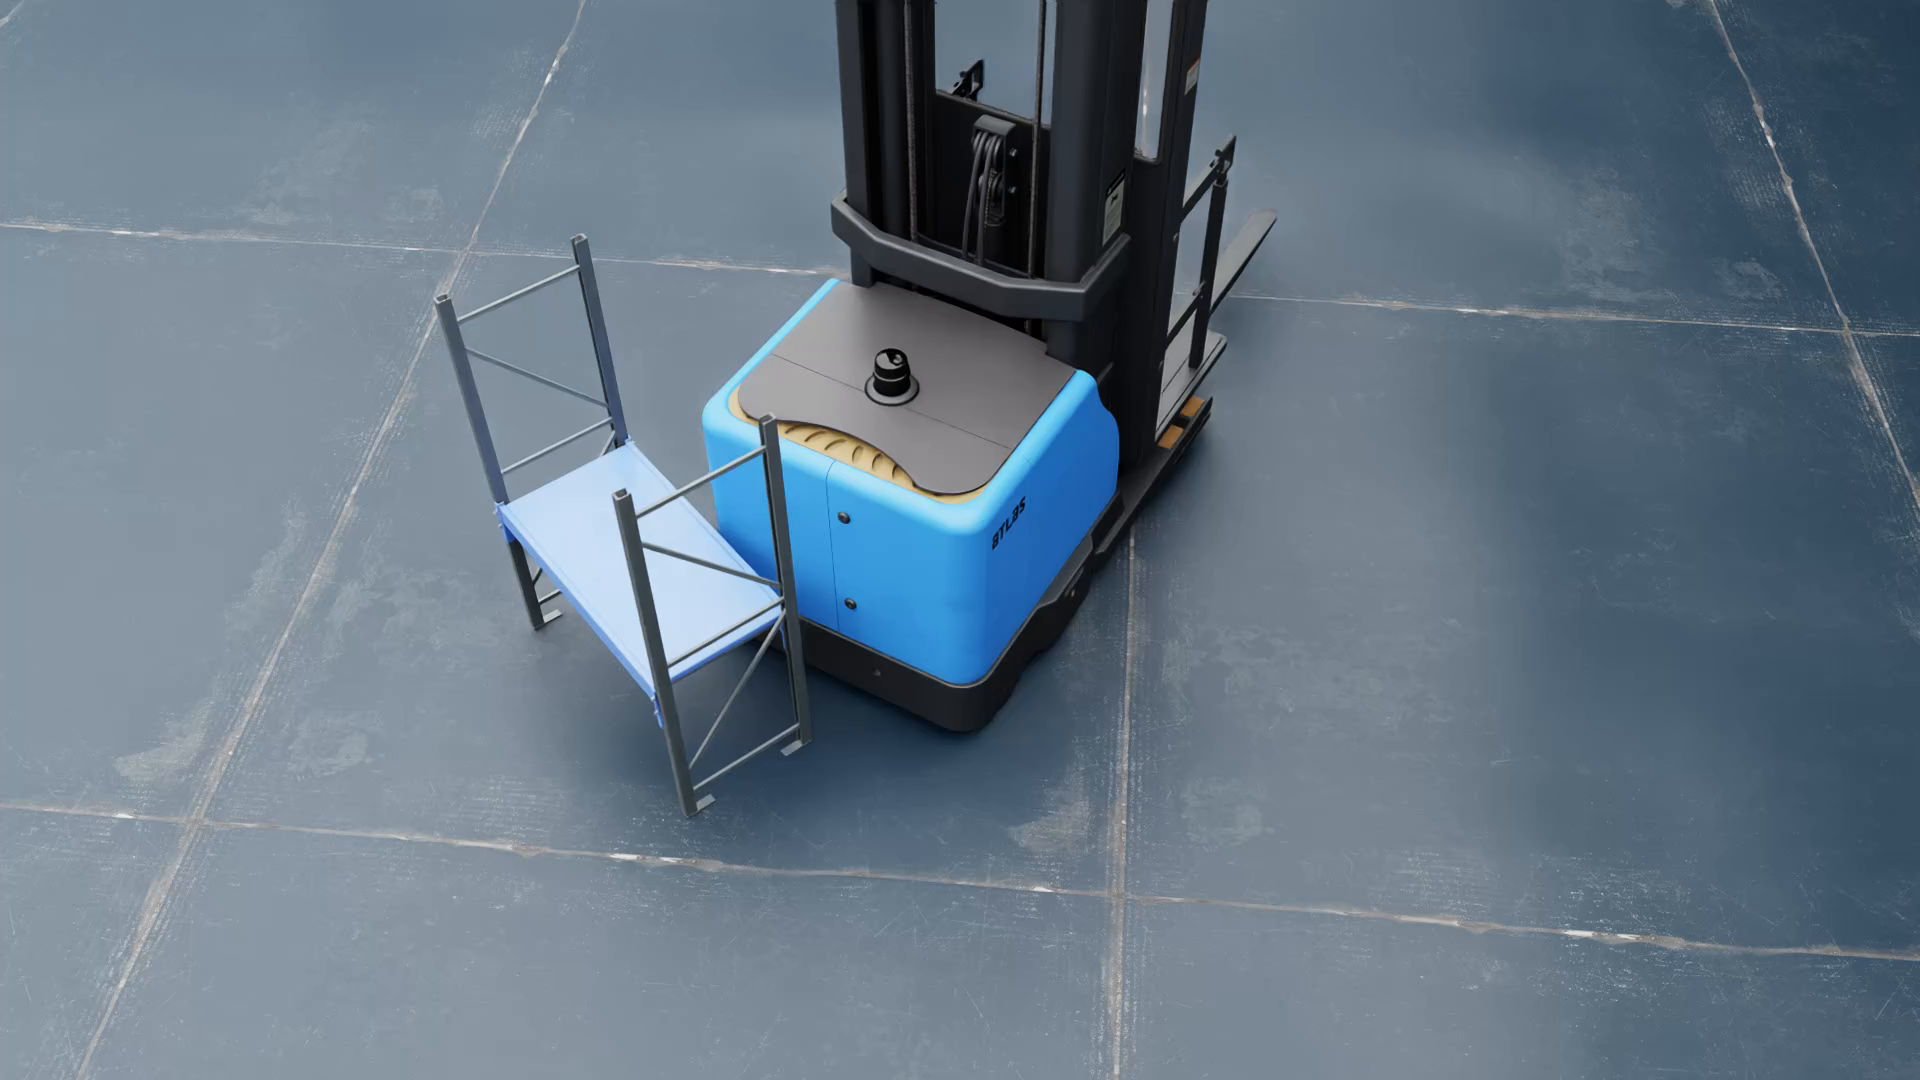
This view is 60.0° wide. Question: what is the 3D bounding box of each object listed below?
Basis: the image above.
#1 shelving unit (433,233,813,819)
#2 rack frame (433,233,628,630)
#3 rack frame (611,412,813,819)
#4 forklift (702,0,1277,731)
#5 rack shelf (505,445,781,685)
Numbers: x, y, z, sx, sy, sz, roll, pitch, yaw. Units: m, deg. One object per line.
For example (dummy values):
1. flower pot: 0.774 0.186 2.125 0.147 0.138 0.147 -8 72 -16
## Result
1. shelving unit: -1.020 -0.013 5.246 0.500 1.500 1.048 -31 54 -25
2. rack frame: -1.338 -0.306 5.514 0.500 1.500 0.032 -31 54 -25
3. rack frame: -0.703 0.280 4.978 0.500 1.500 0.032 -31 54 -25
4. forklift: 0.343 -1.432 5.574 1.130 2.935 3.031 23 52 20
5. rack shelf: -1.020 0.075 5.342 0.459 0.062 0.952 -31 54 -25
